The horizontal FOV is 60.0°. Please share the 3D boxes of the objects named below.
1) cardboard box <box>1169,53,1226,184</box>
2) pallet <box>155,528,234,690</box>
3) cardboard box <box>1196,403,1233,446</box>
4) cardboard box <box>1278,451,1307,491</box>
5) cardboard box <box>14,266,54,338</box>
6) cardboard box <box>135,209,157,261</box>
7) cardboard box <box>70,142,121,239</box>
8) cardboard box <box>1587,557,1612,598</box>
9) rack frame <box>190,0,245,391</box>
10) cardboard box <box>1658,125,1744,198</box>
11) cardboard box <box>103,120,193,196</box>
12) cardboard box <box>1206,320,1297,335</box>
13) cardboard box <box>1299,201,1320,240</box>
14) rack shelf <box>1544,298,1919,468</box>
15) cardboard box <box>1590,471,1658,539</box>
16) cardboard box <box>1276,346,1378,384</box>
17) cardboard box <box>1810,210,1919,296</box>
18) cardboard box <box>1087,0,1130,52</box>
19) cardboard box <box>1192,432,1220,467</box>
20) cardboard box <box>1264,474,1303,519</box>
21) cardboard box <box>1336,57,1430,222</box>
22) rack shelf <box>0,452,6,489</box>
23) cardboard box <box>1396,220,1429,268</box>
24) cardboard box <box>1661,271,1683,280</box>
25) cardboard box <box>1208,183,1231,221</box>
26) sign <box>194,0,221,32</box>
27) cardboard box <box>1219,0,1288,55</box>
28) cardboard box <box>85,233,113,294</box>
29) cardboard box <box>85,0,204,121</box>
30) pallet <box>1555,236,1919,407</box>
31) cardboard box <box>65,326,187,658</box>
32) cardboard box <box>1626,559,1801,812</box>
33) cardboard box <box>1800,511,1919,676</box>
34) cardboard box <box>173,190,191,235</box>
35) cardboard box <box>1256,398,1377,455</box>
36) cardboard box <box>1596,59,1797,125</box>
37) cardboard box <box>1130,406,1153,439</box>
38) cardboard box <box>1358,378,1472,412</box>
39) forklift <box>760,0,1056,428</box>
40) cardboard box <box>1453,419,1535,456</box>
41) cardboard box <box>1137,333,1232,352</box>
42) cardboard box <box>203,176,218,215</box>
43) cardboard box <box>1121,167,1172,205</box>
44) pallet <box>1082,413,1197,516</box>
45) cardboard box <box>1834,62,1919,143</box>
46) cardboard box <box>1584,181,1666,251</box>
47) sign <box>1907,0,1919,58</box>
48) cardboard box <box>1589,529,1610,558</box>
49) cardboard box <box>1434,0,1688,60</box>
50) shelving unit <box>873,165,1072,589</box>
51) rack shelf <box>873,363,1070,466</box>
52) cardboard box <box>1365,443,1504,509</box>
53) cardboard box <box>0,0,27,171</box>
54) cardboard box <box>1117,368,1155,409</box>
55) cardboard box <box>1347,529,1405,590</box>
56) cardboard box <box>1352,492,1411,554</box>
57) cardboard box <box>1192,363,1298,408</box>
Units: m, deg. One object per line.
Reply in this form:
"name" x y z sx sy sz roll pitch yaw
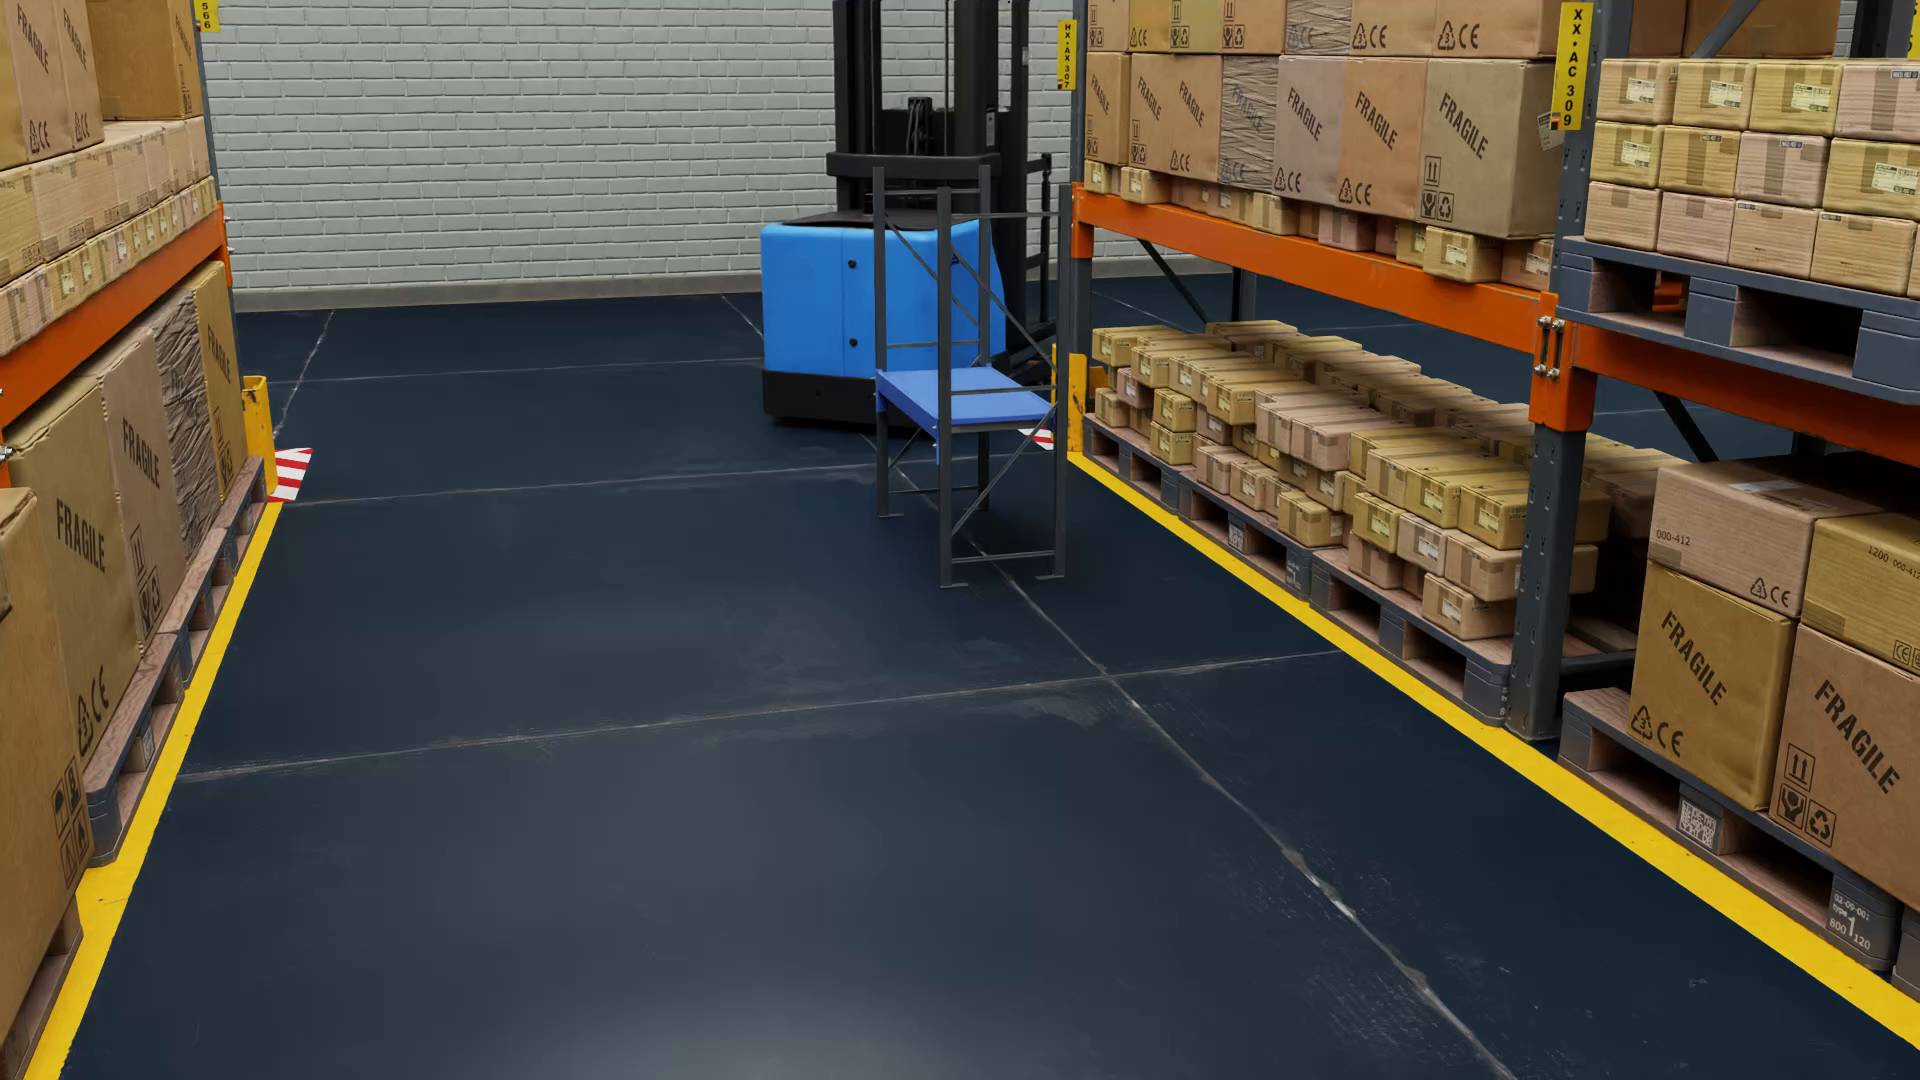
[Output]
"cardboard box" 1.198 -1.754 6.888 0.500 0.500 0.500 -4 17 -15
"pallet" -3.124 0.259 5.723 1.003 0.211 1.213 -5 17 -15
"cardboard box" 1.247 -0.519 7.175 0.380 0.149 0.250 -6 18 -18
"cardboard box" 1.458 -0.295 6.428 0.380 0.149 0.250 -6 18 -18
"cardboard box" -2.485 -0.582 4.114 0.380 0.149 0.250 -5 18 -17
"cardboard box" -2.916 -1.013 5.546 0.380 0.149 0.250 -4 17 -14
"cardboard box" -2.808 -1.024 4.891 0.500 0.250 0.500 -4 17 -14
"cardboard box" 2.281 0.078 5.703 0.380 0.149 0.250 -4 17 -14
"rack frame" -3.751 -1.628 7.159 1.000 3.000 0.127 -5 17 -15
"cardboard box" 1.884 -0.893 3.899 0.380 0.149 0.250 -5 17 -16
"cardboard box" -3.224 -1.446 6.294 0.500 0.250 0.500 -5 17 -16
"cardboard box" 1.435 -0.987 8.215 0.380 0.149 0.250 -4 17 -15
"cardboard box" 1.481 -1.188 6.131 0.380 0.149 0.250 -5 17 -16
"rack shelf" 2.695 0.012 2.950 1.077 0.370 4.000 -5 17 -15
"cardboard box" 2.250 -0.119 5.324 0.380 0.149 0.250 -4 17 -13
"cardboard box" 1.652 -0.775 7.508 0.380 0.149 0.250 -5 18 -17
"cardboard box" 2.026 -0.606 3.464 0.380 0.149 0.250 -5 17 -15
"cardboard box" 0.914 -2.517 7.687 0.500 0.500 0.500 -5 17 -16
"cardboard box" 1.234 -0.382 7.234 0.380 0.149 0.250 -5 17 -15
"cardboard box" 1.418 -0.167 6.520 0.380 0.149 0.250 -4 17 -14
"cardboard box" 1.599 -1.332 5.480 0.500 0.500 0.500 -5 17 -17
"rack shelf" -2.102 0.376 1.737 1.077 0.370 4.000 -5 17 -15
"cardboard box" 1.650 -0.968 5.396 0.380 0.149 0.250 -4 17 -13
"cardboard box" 2.382 -0.870 5.071 0.380 0.149 0.250 -4 17 -13
"cardboard box" 1.247 -1.403 6.844 0.380 0.149 0.250 -5 17 -16
"sign" -3.225 -2.335 7.088 0.100 0.325 0.005 -5 17 -15
"cardboard box" 1.324 -2.091 6.271 0.500 0.500 0.500 -5 18 -17
"cardboard box" -2.703 -0.799 4.833 0.380 0.149 0.250 -5 17 -16
"cardboard box" -3.364 -1.944 6.650 0.500 0.500 0.500 -4 17 -15
"pallet" 2.215 -0.571 3.974 1.003 0.211 1.213 -5 17 -15
"cardboard box" -3.003 -0.143 5.178 0.875 0.875 0.875 -5 17 -15
"cardboard box" 2.093 0.335 4.237 0.500 0.500 0.500 -4 17 -13
"cardboard box" 2.243 0.123 3.640 0.500 0.250 0.500 -4 17 -14
"cardboard box" -3.127 -1.225 6.252 0.380 0.149 0.250 -4 17 -14
"cardboard box" 1.368 -0.440 6.393 0.380 0.149 0.250 -5 18 -17
"cardboard box" 1.811 -1.107 4.094 0.380 0.149 0.250 -4 17 -12
"cardboard box" 1.033 -0.592 7.935 0.380 0.149 0.250 -5 17 -15
"cardboard box" 1.845 -0.553 6.770 0.380 0.149 0.250 -5 17 -15
"forklift" -0.046 -2.363 9.724 1.130 2.935 3.031 7 18 21
"cardboard box" 2.021 -0.336 6.047 0.380 0.149 0.250 -5 17 -17
"cardboard box" 1.055 -0.875 7.841 0.380 0.149 0.250 -4 17 -14
"cardboard box" -3.336 -1.436 6.954 0.380 0.149 0.250 -4 17 -14
"cardboard box" 0.952 -1.611 7.538 0.380 0.149 0.250 -5 17 -17
"pallet" 1.256 -0.409 7.945 1.003 0.211 1.213 -5 17 -15
"cardboard box" 2.028 -0.890 3.372 0.380 0.149 0.250 -5 17 -16
"cardboard box" 1.811 -0.822 4.180 0.380 0.149 0.250 -6 18 -18
"sign" 2.678 -1.486 4.671 0.100 0.325 0.005 -5 17 -15
"cardboard box" 2.197 -0.053 5.622 0.380 0.149 0.250 -5 17 -15
"cardboard box" 1.756 -1.664 4.849 0.500 0.500 0.500 -5 18 -17
"shelving unit" 0.023 -0.695 6.658 0.538 1.500 1.048 -5 17 -15
"rack shelf" 0.023 -0.522 6.710 0.538 0.185 1.000 -5 17 -15
"cardboard box" 1.614 -0.220 5.663 0.380 0.149 0.250 -5 17 -16
"cardboard box" -2.537 -1.104 3.855 0.500 0.500 0.500 -5 17 -15
"cardboard box" 0.964 -0.725 7.861 0.380 0.149 0.250 -5 17 -16
"cardboard box" 1.584 0.050 5.797 0.380 0.149 0.250 -5 18 -17
"cardboard box" 1.576 -0.073 5.689 0.380 0.149 0.250 -5 18 -17
"cardboard box" 1.216 -0.655 7.111 0.380 0.149 0.250 -4 17 -13
